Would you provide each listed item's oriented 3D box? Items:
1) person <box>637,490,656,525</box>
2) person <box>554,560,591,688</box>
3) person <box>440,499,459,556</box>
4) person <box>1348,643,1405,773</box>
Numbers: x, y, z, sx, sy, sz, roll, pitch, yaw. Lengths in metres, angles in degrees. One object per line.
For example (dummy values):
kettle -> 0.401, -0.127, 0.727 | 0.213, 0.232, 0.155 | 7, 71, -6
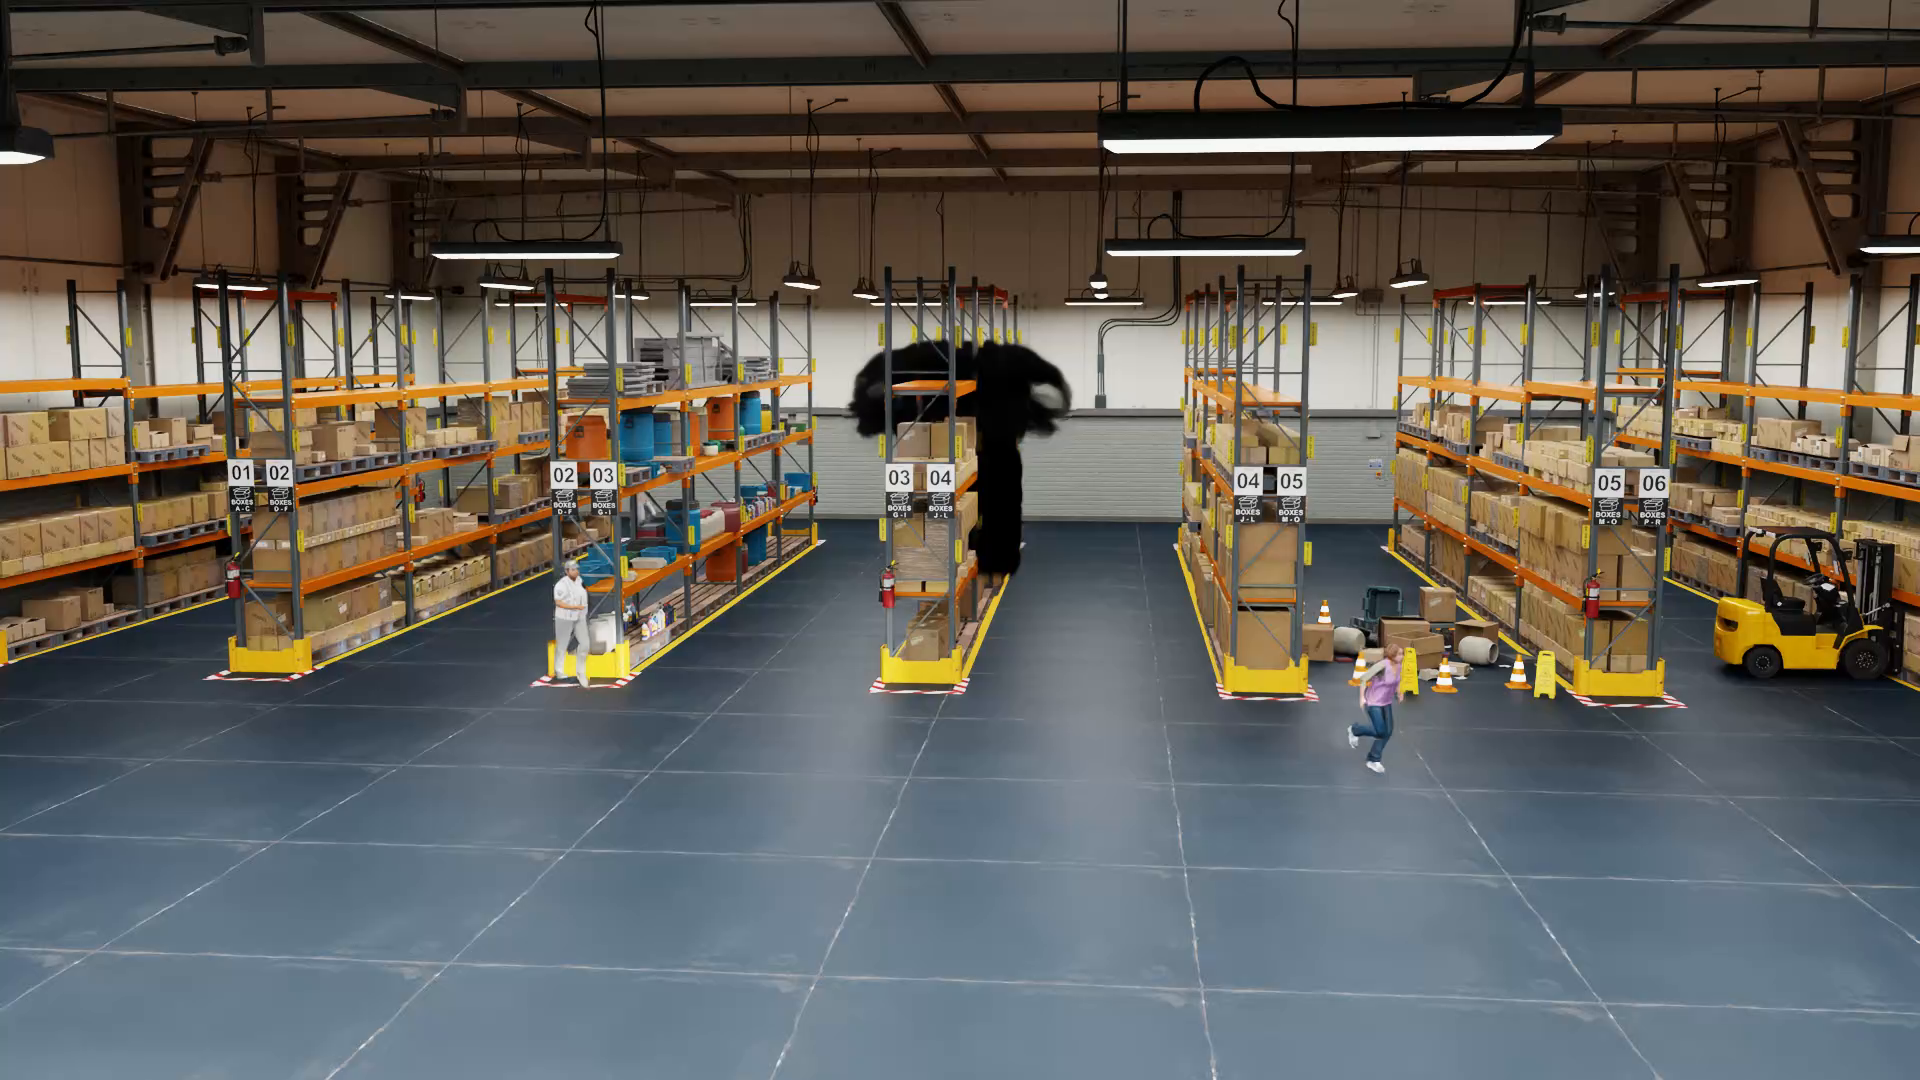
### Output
person -> -7.990, -0.909, 41.928 | 0.612, 1.619, 0.583 | 6, 9, 39
person -> -5.316, 1.160, 22.910 | 0.683, 1.785, 0.621 | 6, 9, 39
person -> -10.967, -0.101, 35.578 | 0.546, 1.581, 0.788 | 1, 7, 4
person -> 4.848, 1.931, 19.373 | 0.532, 1.521, 0.712 | -6, 9, -41
